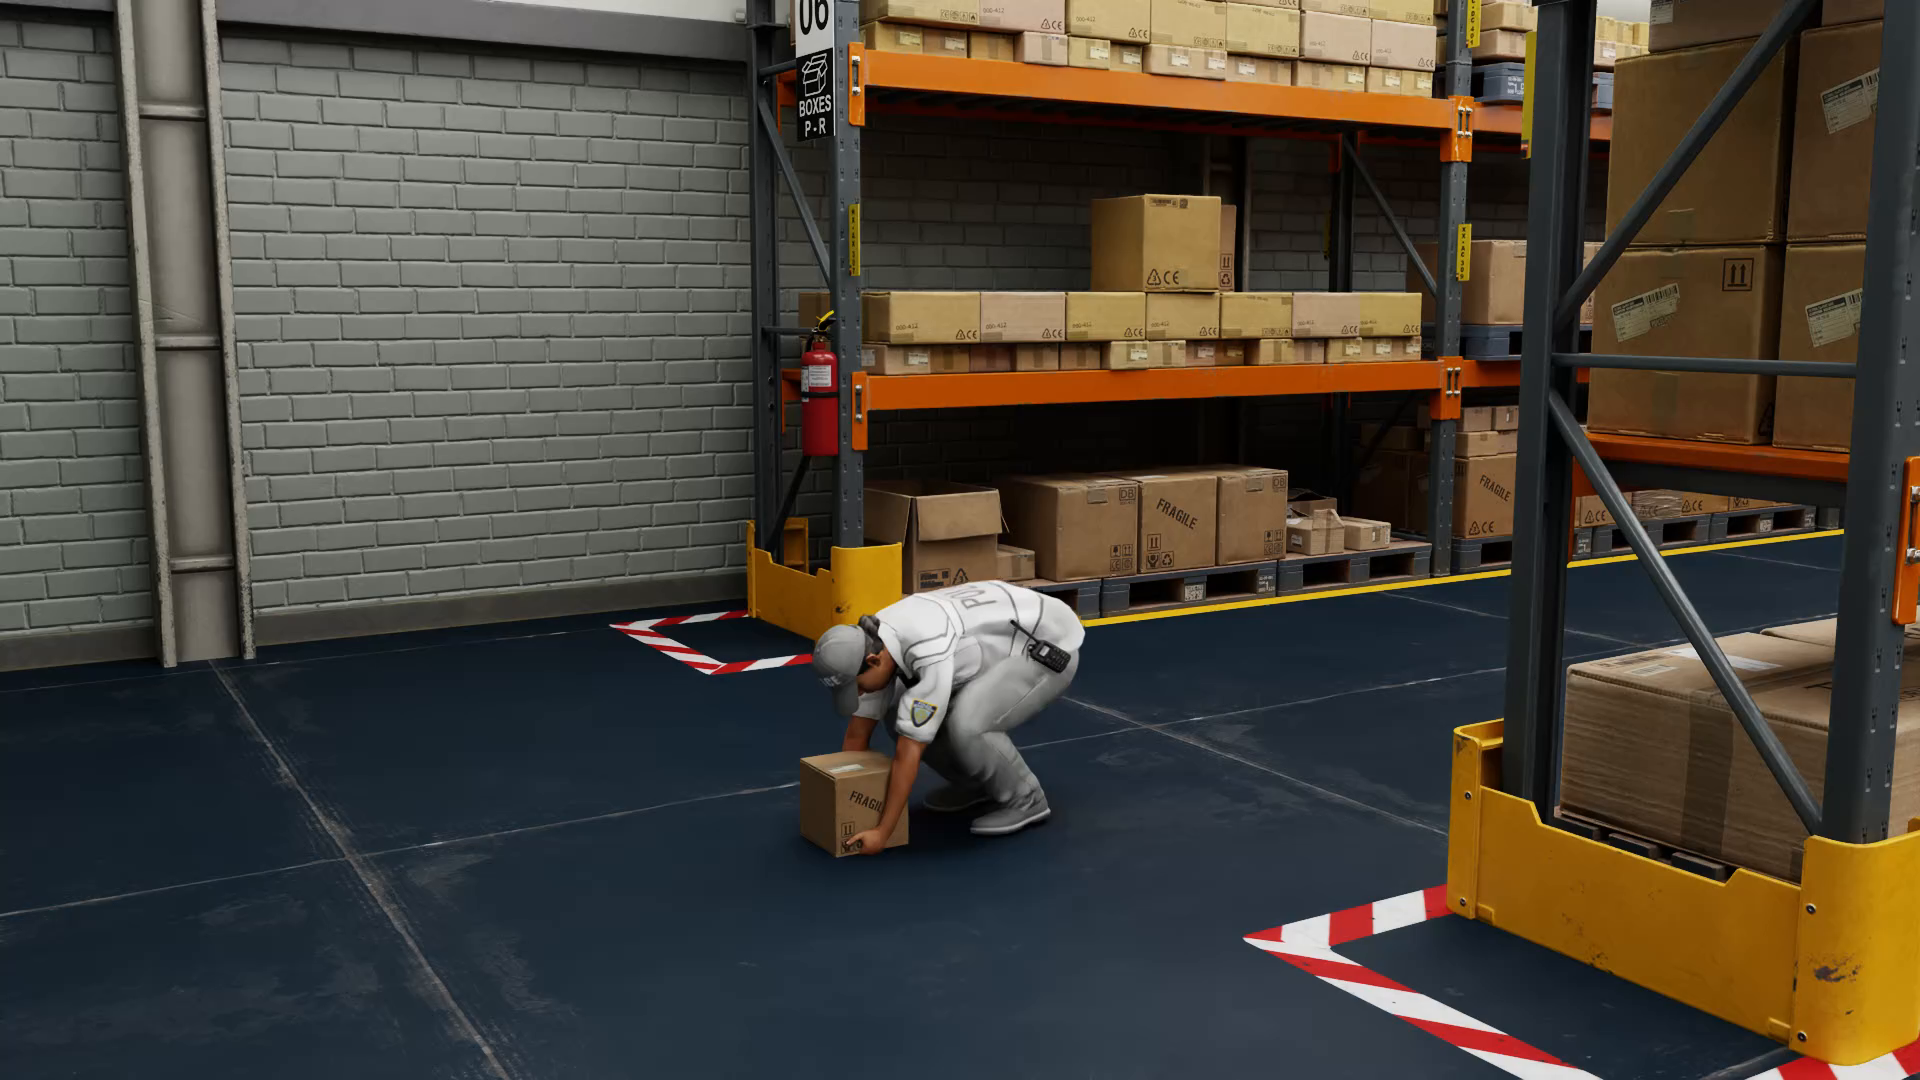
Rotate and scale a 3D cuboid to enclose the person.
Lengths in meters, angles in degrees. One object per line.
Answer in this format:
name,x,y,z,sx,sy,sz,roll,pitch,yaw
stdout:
person,-0.045,0.540,5.277,0.942,0.784,0.513,-5,10,-32
